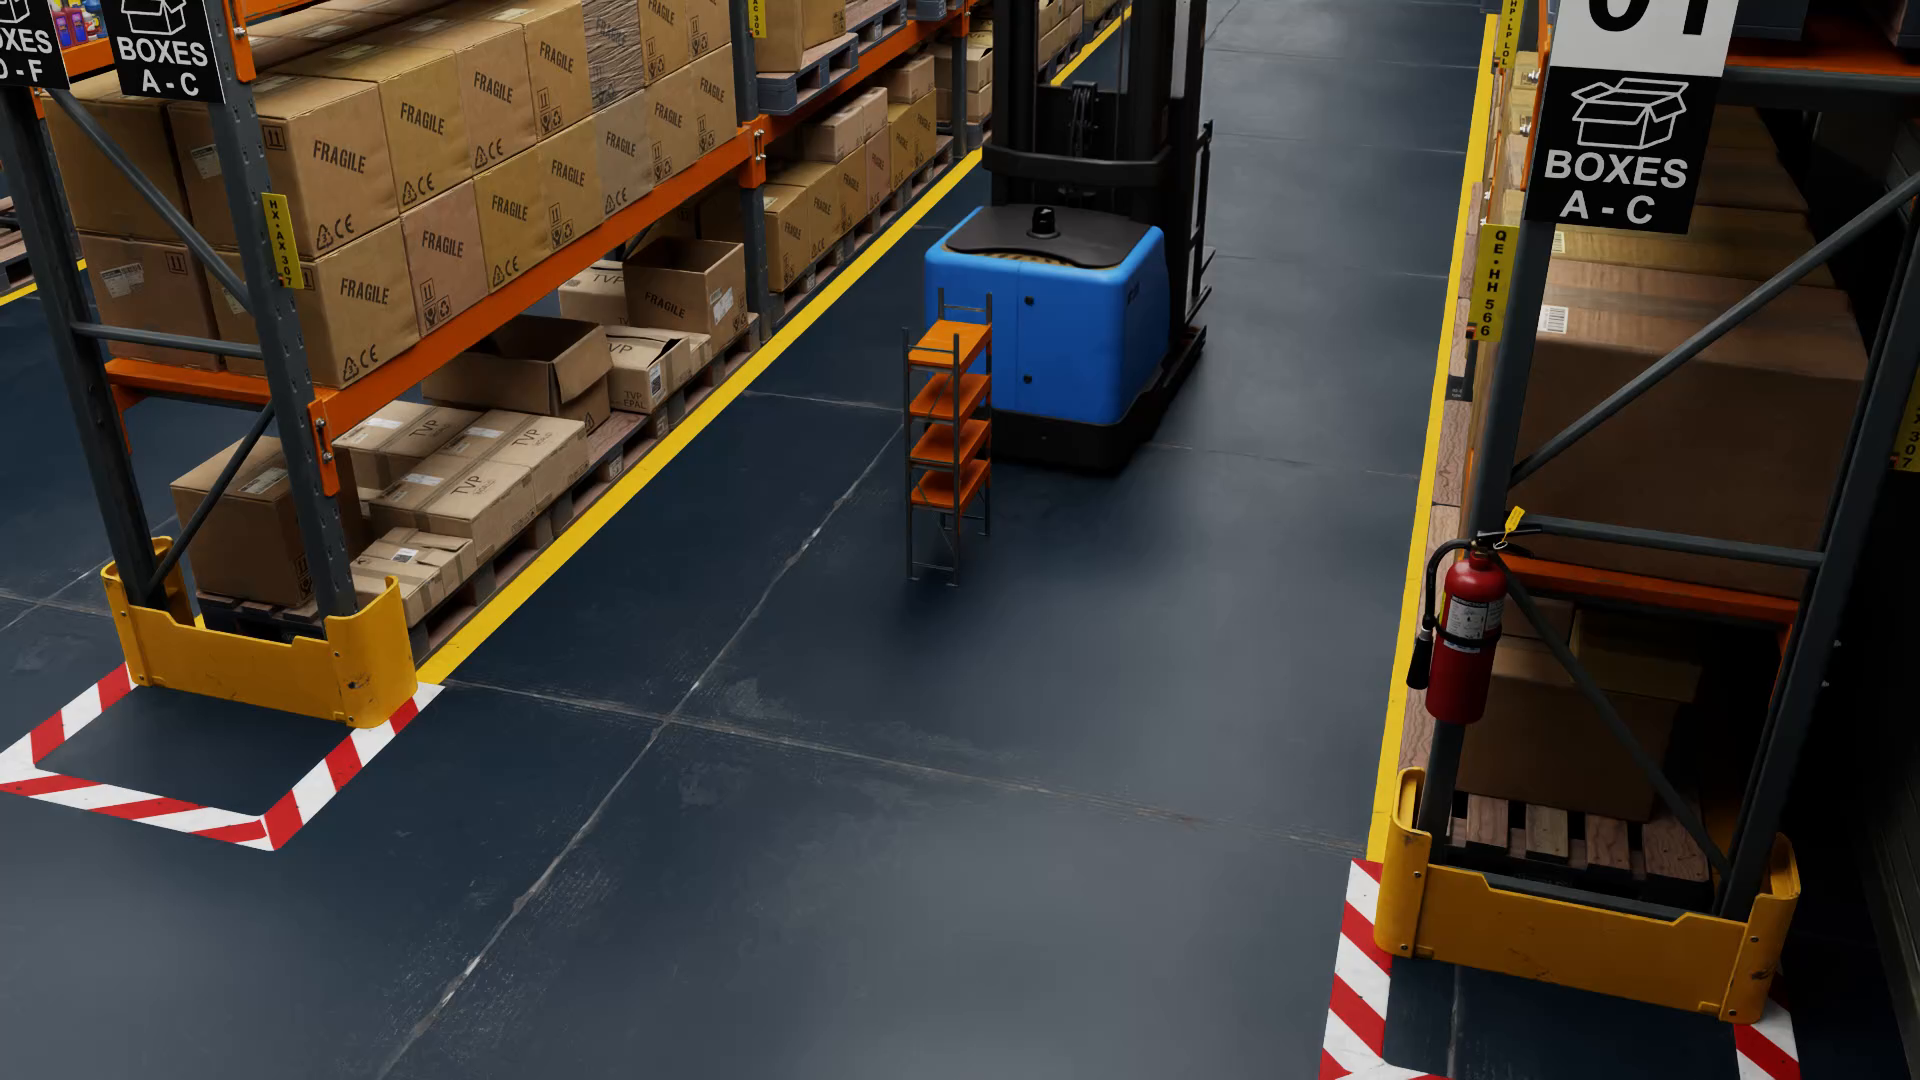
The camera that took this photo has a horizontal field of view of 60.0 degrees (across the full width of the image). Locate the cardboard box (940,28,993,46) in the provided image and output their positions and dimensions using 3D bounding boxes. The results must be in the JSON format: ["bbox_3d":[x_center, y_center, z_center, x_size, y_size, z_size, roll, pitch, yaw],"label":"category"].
[{"bbox_3d":[0.139,-4.091,13.837,0.500,0.311,0.500,8,30,14],"label":"cardboard box"}]

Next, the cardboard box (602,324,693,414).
[{"bbox_3d":[-1.732,-0.921,8.634,0.500,0.311,0.500,8,30,15],"label":"cardboard box"}]

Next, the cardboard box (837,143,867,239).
[{"bbox_3d":[-0.941,-2.329,10.969,0.500,0.500,0.500,9,30,15],"label":"cardboard box"}]

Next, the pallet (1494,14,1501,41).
[{"bbox_3d":[5.988,-5.238,16.949,1.003,0.211,1.213,8,30,15],"label":"pallet"}]

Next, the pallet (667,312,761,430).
[{"bbox_3d":[-1.819,-1.020,9.367,1.003,0.211,1.213,8,30,15],"label":"pallet"}]

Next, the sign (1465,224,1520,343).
[{"bbox_3d":[1.432,-0.687,4.465,0.100,0.325,0.005,8,30,15],"label":"sign"}]

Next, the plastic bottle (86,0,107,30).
[{"bbox_3d":[-5.743,-3.543,11.161,0.152,0.276,0.135,8,30,15],"label":"plastic bottle"}]

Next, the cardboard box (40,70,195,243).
[{"bbox_3d":[-2.922,-1.426,6.096,0.500,0.500,0.500,8,30,14],"label":"cardboard box"}]

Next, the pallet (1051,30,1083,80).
[{"bbox_3d":[0.553,-4.709,15.998,1.003,0.211,1.213,8,30,15],"label":"pallet"}]

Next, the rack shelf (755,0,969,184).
[{"bbox_3d":[-1.029,-3.173,11.108,1.077,0.370,4.000,8,30,15],"label":"rack shelf"}]

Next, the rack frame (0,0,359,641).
[{"bbox_3d":[-2.790,-0.699,5.921,1.000,3.000,0.127,8,30,15],"label":"rack frame"}]

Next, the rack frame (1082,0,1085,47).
[{"bbox_3d":[0.732,-6.276,15.946,1.000,3.000,0.127,8,30,15],"label":"rack frame"}]

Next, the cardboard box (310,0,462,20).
[{"bbox_3d":[-2.476,-2.141,7.382,0.500,0.500,0.500,9,30,16],"label":"cardboard box"}]

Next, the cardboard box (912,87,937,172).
[{"bbox_3d":[-0.492,-3.049,12.263,0.500,0.500,0.500,10,31,17],"label":"cardboard box"}]

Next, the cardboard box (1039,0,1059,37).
[{"bbox_3d":[0.592,-4.799,15.111,0.500,0.311,0.500,8,30,15],"label":"cardboard box"}]

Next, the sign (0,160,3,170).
[{"bbox_3d":[-3.315,-1.432,5.722,0.100,0.325,0.005,8,30,15],"label":"sign"}]

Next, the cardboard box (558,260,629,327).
[{"bbox_3d":[-1.946,-1.411,9.514,0.500,0.311,0.500,8,30,15],"label":"cardboard box"}]

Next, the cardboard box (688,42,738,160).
[{"bbox_3d":[-1.518,-2.333,8.755,0.500,0.500,0.500,9,30,16],"label":"cardboard box"}]

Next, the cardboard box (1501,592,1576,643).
[{"bbox_3d":[1.920,0.206,5.766,0.380,0.149,0.250,8,30,14],"label":"cardboard box"}]

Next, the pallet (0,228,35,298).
[{"bbox_3d":[-6.529,-1.701,10.590,1.003,0.211,1.213,8,30,15],"label":"pallet"}]

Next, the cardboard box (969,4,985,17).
[{"bbox_3d":[-0.077,-4.632,14.810,0.500,0.311,0.500,9,30,16],"label":"cardboard box"}]

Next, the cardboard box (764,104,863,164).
[{"bbox_3d":[-0.948,-2.640,10.758,0.500,0.250,0.500,9,30,15],"label":"cardboard box"}]

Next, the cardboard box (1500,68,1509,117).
[{"bbox_3d":[3.155,-2.524,8.773,0.500,0.500,0.500,9,30,15],"label":"cardboard box"}]

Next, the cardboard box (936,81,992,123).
[{"bbox_3d":[-0.008,-3.600,13.533,0.500,0.250,0.500,8,30,15],"label":"cardboard box"}]

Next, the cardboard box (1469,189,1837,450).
[{"bbox_3d":[2.289,-0.703,5.620,0.980,0.700,0.700,8,30,14],"label":"cardboard box"}]

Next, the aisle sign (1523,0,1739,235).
[{"bbox_3d":[1.638,-1.139,4.038,0.394,0.787,0.004,8,30,15],"label":"aisle sign"}]

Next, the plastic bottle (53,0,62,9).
[{"bbox_3d":[-6.255,-3.698,11.363,0.144,0.351,0.185,8,30,15],"label":"plastic bottle"}]

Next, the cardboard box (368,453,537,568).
[{"bbox_3d":[-2.213,-0.134,7.282,0.500,0.250,0.500,8,30,15],"label":"cardboard box"}]

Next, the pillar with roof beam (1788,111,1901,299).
[{"bbox_3d":[-0.373,-4.640,6.834,9.100,9.000,0.400,8,30,15],"label":"pillar with roof beam"}]

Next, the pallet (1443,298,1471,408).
[{"bbox_3d":[3.275,-1.004,9.337,1.003,0.211,1.213,8,30,15],"label":"pallet"}]

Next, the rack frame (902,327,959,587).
[{"bbox_3d":[-0.120,-0.334,7.116,0.240,1.200,0.015,8,30,15],"label":"rack frame"}]

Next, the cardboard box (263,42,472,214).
[{"bbox_3d":[-2.262,-1.592,6.395,0.500,0.500,0.500,9,30,15],"label":"cardboard box"}]

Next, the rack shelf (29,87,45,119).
[{"bbox_3d":[-6.937,-2.023,9.040,1.077,0.370,4.000,8,30,15],"label":"rack shelf"}]

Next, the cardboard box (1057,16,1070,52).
[{"bbox_3d":[0.737,-4.789,15.669,0.500,0.250,0.500,8,30,14],"label":"cardboard box"}]

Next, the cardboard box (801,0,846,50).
[{"bbox_3d":[-1.122,-3.302,10.065,0.700,0.500,0.500,13,32,23],"label":"cardboard box"}]

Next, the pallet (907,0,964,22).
[{"bbox_3d":[-0.574,-4.008,12.067,1.213,0.211,1.003,8,30,15],"label":"pallet"}]

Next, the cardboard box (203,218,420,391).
[{"bbox_3d":[-2.408,-0.911,6.200,0.500,0.500,0.500,9,30,16],"label":"cardboard box"}]

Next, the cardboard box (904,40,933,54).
[{"bbox_3d":[-0.524,-3.922,13.535,0.500,0.311,0.500,9,30,16],"label":"cardboard box"}]

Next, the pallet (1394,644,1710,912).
[{"bbox_3d":[2.106,0.842,6.019,1.003,0.211,1.213,8,30,15],"label":"pallet"}]

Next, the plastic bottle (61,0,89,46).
[{"bbox_3d":[-5.796,-3.387,10.873,0.061,0.283,0.133,8,30,15],"label":"plastic bottle"}]

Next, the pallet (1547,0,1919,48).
[{"bbox_3d":[2.154,-1.612,4.568,1.003,0.211,1.213,8,30,15],"label":"pallet"}]

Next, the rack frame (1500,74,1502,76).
[{"bbox_3d":[4.295,-3.712,11.337,1.000,3.000,0.127,8,30,15],"label":"rack frame"}]

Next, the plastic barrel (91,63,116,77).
[{"bbox_3d":[-5.966,-3.112,11.986,0.600,0.901,0.708,8,30,15],"label":"plastic barrel"}]

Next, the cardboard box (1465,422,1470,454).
[{"bbox_3d":[2.803,-0.611,7.902,0.700,0.500,0.500,9,30,16],"label":"cardboard box"}]

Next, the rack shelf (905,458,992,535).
[{"bbox_3d":[-0.049,-0.215,7.449,0.258,0.148,0.480,8,30,15],"label":"rack shelf"}]

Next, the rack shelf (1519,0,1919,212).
[{"bbox_3d":[2.533,-1.920,5.770,1.077,0.370,4.000,8,30,15],"label":"rack shelf"}]

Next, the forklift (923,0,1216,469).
[{"bbox_3d":[0.796,-2.333,8.928,1.130,2.935,3.031,10,31,18],"label":"forklift"}]

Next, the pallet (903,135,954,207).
[{"bbox_3d":[-0.697,-2.857,12.668,1.003,0.211,1.213,8,30,15],"label":"pallet"}]

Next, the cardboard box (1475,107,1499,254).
[{"bbox_3d":[3.690,-2.227,10.446,0.750,0.750,0.750,8,30,15],"label":"cardboard box"}]

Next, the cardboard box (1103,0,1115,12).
[{"bbox_3d":[1.310,-5.662,17.238,0.500,0.250,0.500,8,30,15],"label":"cardboard box"}]

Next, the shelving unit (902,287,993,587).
[{"bbox_3d":[-0.049,-0.447,7.320,0.258,1.200,0.503,8,30,15],"label":"shelving unit"}]

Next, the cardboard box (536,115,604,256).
[{"bbox_3d":[-1.963,-1.617,7.468,0.500,0.500,0.500,9,30,16],"label":"cardboard box"}]

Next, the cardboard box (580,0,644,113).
[{"bbox_3d":[-1.813,-2.294,7.657,0.500,0.500,0.500,9,30,15],"label":"cardboard box"}]

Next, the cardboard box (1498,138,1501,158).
[{"bbox_3d":[3.001,-2.070,8.623,0.380,0.149,0.250,9,30,16],"label":"cardboard box"}]

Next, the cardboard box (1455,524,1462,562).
[{"bbox_3d":[2.350,0.109,6.608,0.700,0.500,0.500,8,30,13],"label":"cardboard box"}]

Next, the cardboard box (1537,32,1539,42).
[{"bbox_3d":[3.013,-2.616,8.167,0.500,0.250,0.500,9,30,16],"label":"cardboard box"}]

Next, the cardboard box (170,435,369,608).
[{"bbox_3d":[-2.866,-0.087,6.939,0.500,0.500,0.500,8,30,15],"label":"cardboard box"}]

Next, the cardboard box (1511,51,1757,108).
[{"bbox_3d":[2.946,-1.734,7.473,0.980,0.700,0.700,9,30,16],"label":"cardboard box"}]
